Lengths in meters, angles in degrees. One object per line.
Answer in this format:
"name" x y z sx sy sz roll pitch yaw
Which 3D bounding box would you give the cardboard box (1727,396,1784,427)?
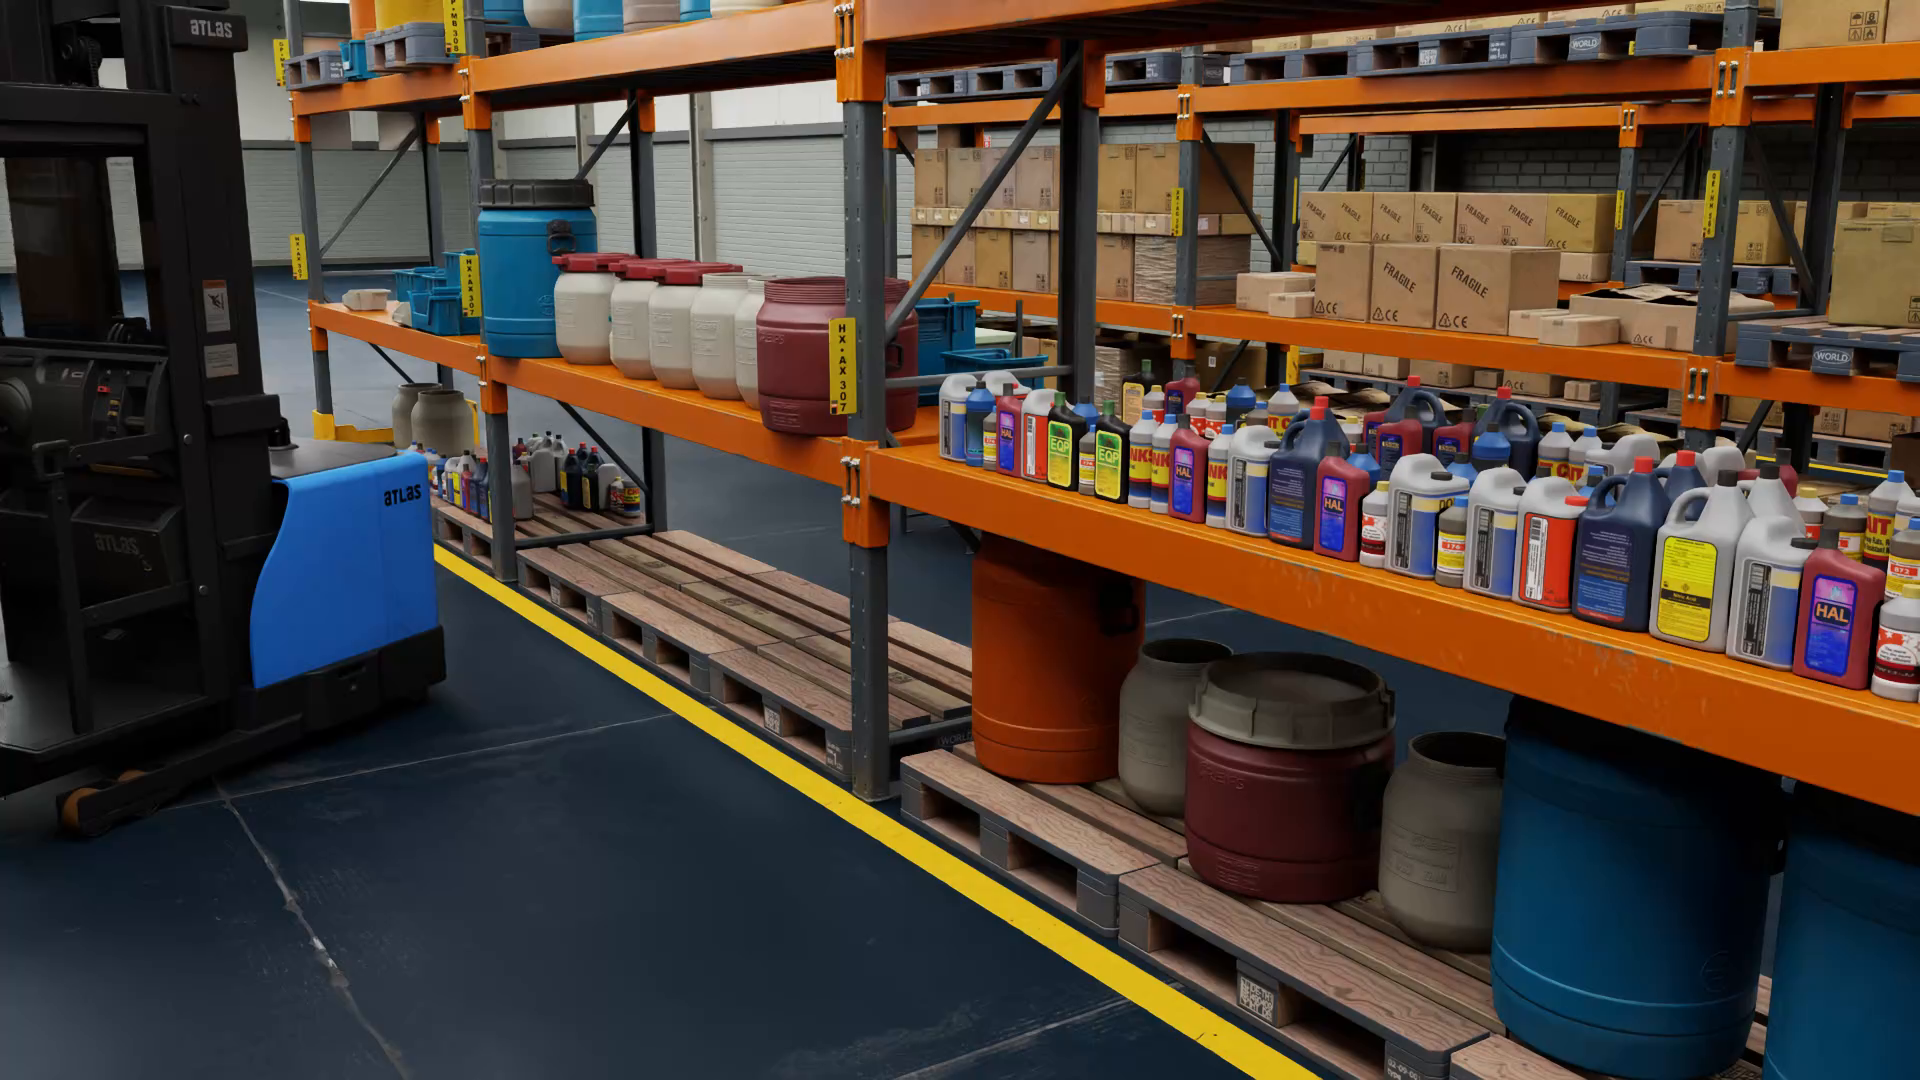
"cardboard box" 6.836 -1.241 13.838 0.700 0.500 0.500 -8 15 -34

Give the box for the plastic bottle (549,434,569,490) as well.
"plastic bottle" -2.603 -0.513 10.855 0.144 0.351 0.185 -8 15 -33

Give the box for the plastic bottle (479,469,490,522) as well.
"plastic bottle" -2.758 -0.291 9.842 0.144 0.351 0.185 -9 15 -34

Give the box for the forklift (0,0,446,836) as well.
"forklift" -3.325 -0.520 5.877 1.130 2.935 3.031 6 14 24

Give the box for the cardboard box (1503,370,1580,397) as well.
"cardboard box" 5.478 -1.636 15.643 0.500 0.500 0.500 -9 16 -37

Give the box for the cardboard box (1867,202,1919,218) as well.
"cardboard box" 7.325 -2.316 12.668 0.700 0.500 0.500 -8 15 -33

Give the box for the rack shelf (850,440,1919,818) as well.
"rack shelf" 1.163 0.129 4.436 1.077 0.370 4.000 -8 15 -33

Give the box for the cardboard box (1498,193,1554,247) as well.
"cardboard box" 5.286 -2.901 15.154 0.500 0.500 0.500 -8 15 -33

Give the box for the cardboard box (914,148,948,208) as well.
"cardboard box" 0.026 -3.176 14.591 0.700 0.500 0.500 -8 15 -33

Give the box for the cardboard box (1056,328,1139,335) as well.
"cardboard box" 1.136 -1.490 13.851 0.500 0.500 0.500 -8 15 -33

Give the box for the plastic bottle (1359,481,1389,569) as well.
"plastic bottle" 1.012 -0.039 3.984 0.097 0.201 0.097 0 12 0

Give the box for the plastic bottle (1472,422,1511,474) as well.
"plastic bottle" 1.421 -0.179 4.460 0.097 0.271 0.097 0 12 0

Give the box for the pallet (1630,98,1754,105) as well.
"pallet" 6.340 -3.714 13.741 1.213 0.211 1.003 -8 15 -33

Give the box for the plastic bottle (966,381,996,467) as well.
"plastic bottle" 0.067 -0.376 5.363 0.097 0.271 0.097 0 12 0

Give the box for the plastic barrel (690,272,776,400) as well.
"plastic barrel" -0.926 -0.866 7.037 0.421 0.512 0.421 0 12 0

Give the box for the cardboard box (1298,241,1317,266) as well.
"cardboard box" 3.876 -2.986 17.299 0.500 0.250 0.500 -9 15 -34

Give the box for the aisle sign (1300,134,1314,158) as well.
"aisle sign" 3.581 -4.421 17.472 0.394 0.787 0.004 -8 15 -33

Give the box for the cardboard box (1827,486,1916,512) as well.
"cardboard box" 4.490 0.049 7.936 0.500 0.500 0.500 -9 15 -35

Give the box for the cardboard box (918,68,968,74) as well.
"cardboard box" 0.063 -4.273 14.309 0.797 0.503 0.637 -7 14 -29

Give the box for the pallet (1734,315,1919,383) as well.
"pallet" 4.615 -0.958 8.171 1.213 0.211 1.003 -8 15 -33

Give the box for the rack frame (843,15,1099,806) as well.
"rack frame" 0.055 -0.578 5.985 1.000 3.000 0.127 -8 15 -33

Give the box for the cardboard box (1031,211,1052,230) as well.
"cardboard box" 0.784 -2.537 13.190 0.380 0.149 0.250 -8 14 -31

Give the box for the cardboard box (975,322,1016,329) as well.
"cardboard box" 0.139 -1.605 14.376 0.500 0.500 0.500 -8 15 -33

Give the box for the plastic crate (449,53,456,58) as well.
"plastic crate" -3.070 -3.155 10.785 0.392 0.384 0.575 -8 15 -33

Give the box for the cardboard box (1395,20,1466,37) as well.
"cardboard box" 2.973 -3.125 9.979 0.500 0.250 0.500 -10 16 -38

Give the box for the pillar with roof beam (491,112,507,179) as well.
"pillar with roof beam" -15.227 -10.908 39.180 9.100 9.000 0.548 -8 15 -33

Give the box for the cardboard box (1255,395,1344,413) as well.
"cardboard box" 2.259 -0.819 11.225 0.500 0.311 0.500 -8 15 -33

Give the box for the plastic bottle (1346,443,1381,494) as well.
"plastic bottle" 0.989 -0.104 4.118 0.097 0.271 0.097 0 12 0

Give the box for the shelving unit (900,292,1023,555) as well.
"shelving unit" -0.004 -0.734 10.207 0.431 1.500 0.755 -8 15 -33

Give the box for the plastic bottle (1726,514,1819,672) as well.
"plastic bottle" 1.582 0.097 3.188 0.152 0.276 0.135 -8 15 -33

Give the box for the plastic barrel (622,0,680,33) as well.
"plastic barrel" -1.336 -2.819 8.036 0.600 0.901 0.600 0 12 0

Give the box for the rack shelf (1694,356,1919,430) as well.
"rack shelf" 5.289 -0.457 7.114 1.077 0.370 4.000 -8 15 -33

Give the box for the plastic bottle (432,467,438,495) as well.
"plastic bottle" -3.332 -0.393 10.660 0.097 0.201 0.097 0 12 0

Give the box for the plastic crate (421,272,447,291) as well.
"plastic crate" -3.496 -1.759 11.731 0.499 0.251 0.408 -8 15 -33

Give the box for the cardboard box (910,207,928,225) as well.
"cardboard box" -0.213 -2.857 14.654 0.380 0.149 0.250 -8 15 -33

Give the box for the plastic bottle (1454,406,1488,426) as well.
"plastic bottle" 1.444 -0.240 4.711 0.061 0.283 0.133 -8 15 -33

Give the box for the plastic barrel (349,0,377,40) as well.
"plastic barrel" -4.002 -3.810 11.754 0.600 0.830 0.708 -8 15 -33

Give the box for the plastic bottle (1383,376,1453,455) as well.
"plastic bottle" 1.321 -0.296 4.811 0.144 0.351 0.185 -8 15 -33

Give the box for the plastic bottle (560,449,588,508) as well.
"plastic bottle" -2.383 -0.386 10.278 0.144 0.351 0.185 -8 15 -33

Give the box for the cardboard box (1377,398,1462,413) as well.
"cardboard box" 2.996 -0.792 11.104 0.500 0.311 0.500 -8 15 -33

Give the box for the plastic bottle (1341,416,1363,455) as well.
"plastic bottle" 1.189 -0.275 5.063 0.097 0.201 0.097 0 12 0

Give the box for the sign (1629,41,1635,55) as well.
"sign" 5.639 -4.115 13.925 0.100 0.325 0.005 -8 15 -33

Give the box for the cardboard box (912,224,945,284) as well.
"cardboard box" -0.003 -2.551 14.772 0.700 0.500 0.500 -8 15 -33

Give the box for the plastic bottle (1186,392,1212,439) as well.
"plastic bottle" 0.811 -0.396 5.617 0.097 0.201 0.097 0 12 0

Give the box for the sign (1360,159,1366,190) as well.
"sign" 4.343 -3.956 17.980 0.100 0.325 0.005 -8 15 -33

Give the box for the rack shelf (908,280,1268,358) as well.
"rack shelf" 0.857 -1.880 13.620 1.077 0.370 4.000 -8 15 -33

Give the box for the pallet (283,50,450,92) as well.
"pallet" -4.000 -3.216 11.466 1.003 0.211 1.213 -8 15 -33

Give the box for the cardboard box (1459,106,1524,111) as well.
"cardboard box" 4.993 -4.232 15.393 0.500 0.500 0.500 -9 15 -35

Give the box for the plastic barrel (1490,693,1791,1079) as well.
"plastic barrel" 1.592 0.728 3.939 0.600 0.901 0.708 -8 15 -33

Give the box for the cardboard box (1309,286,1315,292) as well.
"cardboard box" 2.605 -1.675 11.315 0.396 0.266 0.258 -9 15 -34

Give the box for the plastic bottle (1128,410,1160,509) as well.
"plastic bottle" 0.525 -0.229 4.691 0.097 0.271 0.097 0 12 0

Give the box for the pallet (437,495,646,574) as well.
"pallet" -2.498 -0.052 10.105 1.003 0.211 1.213 -8 15 -33
